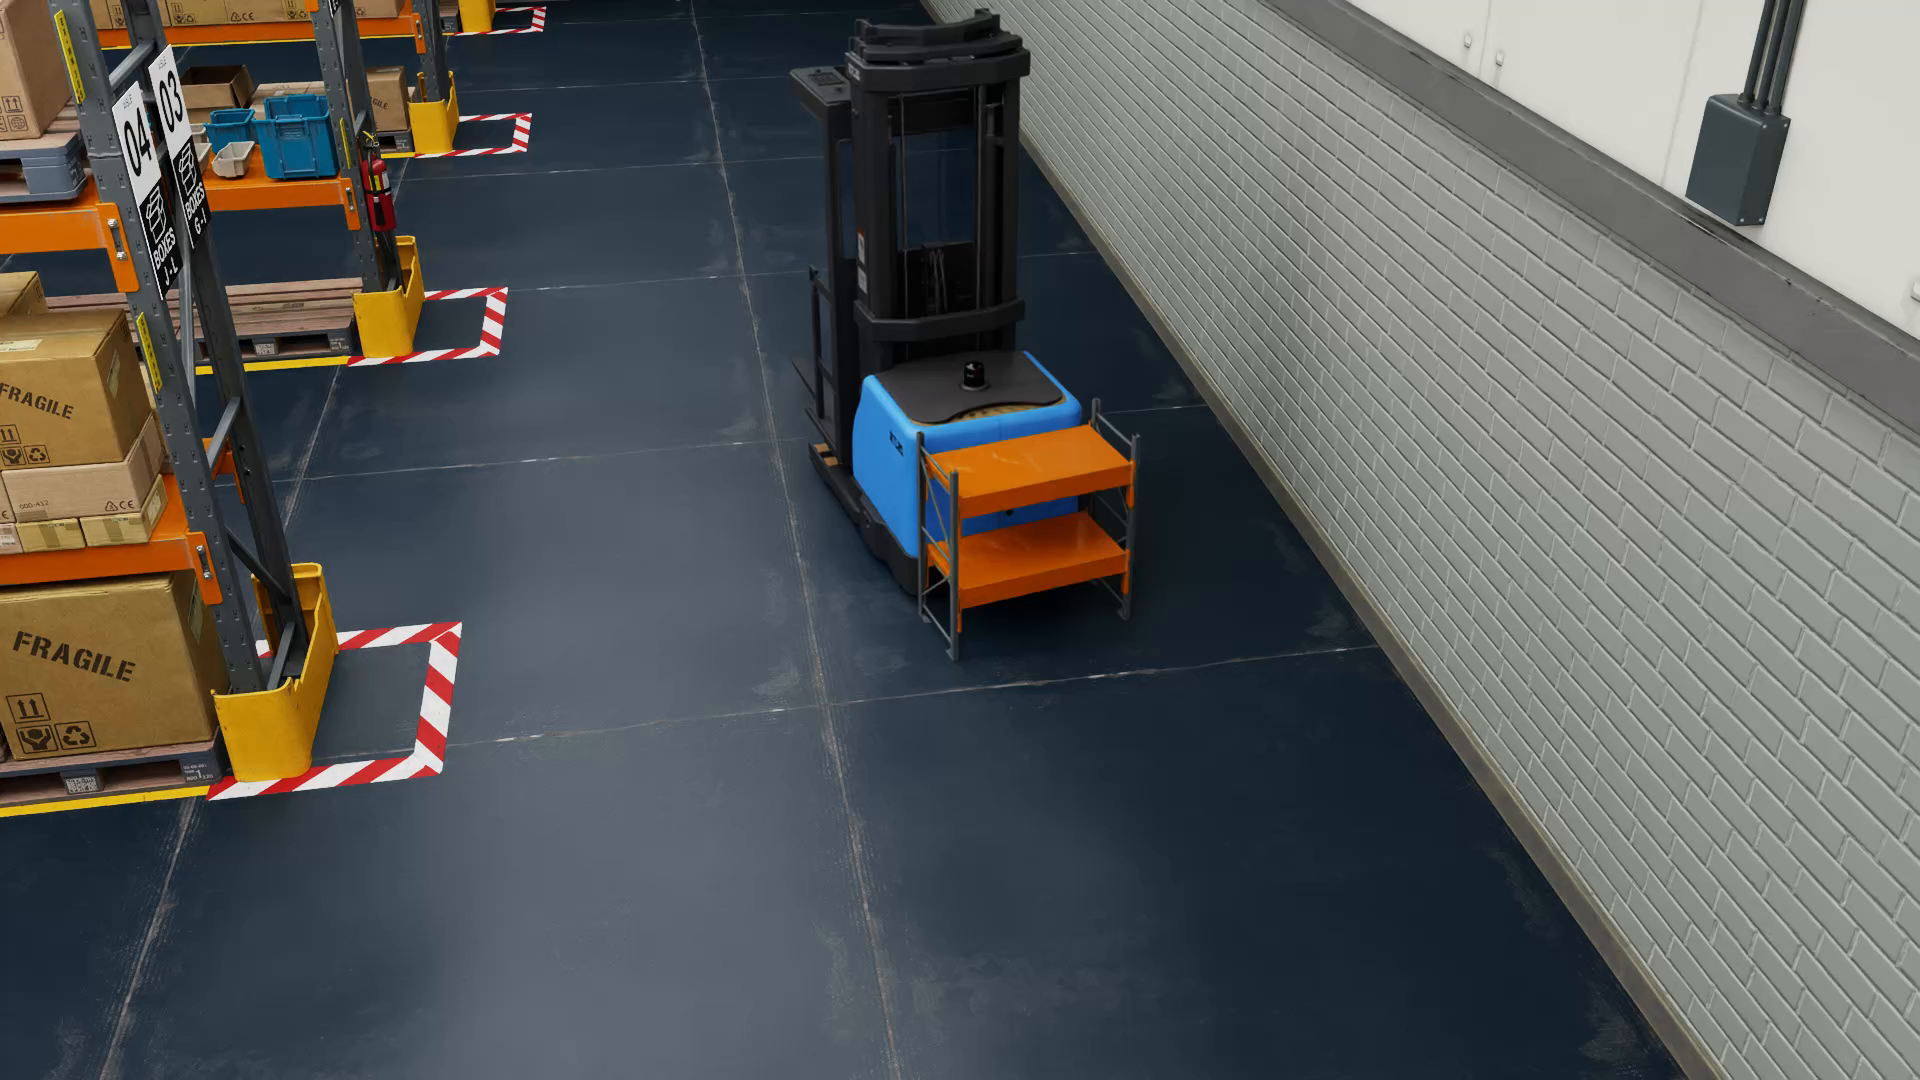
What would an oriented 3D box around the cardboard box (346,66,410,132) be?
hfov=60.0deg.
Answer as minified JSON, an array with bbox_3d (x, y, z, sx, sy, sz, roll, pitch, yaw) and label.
[{"bbox_3d":[-5.685,-4.318,16.281,0.500,0.500,0.500,-5,31,-9],"label":"cardboard box"}]

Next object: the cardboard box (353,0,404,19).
[{"bbox_3d":[-5.586,-5.245,15.726,0.500,0.500,0.500,-4,31,-7],"label":"cardboard box"}]

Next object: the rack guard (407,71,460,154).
[{"bbox_3d":[-5.269,-4.294,16.674,0.348,0.500,1.175,-5,31,-9],"label":"rack guard"}]

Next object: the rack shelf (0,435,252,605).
[{"bbox_3d":[-5.381,0.054,7.523,4.000,0.370,1.077,-5,31,-9],"label":"rack shelf"}]

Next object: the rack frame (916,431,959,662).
[{"bbox_3d":[-0.117,0.038,8.690,0.032,1.125,0.500,-12,33,-19],"label":"rack frame"}]

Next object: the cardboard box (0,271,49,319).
[{"bbox_3d":[-4.426,-0.871,7.501,0.500,0.500,0.500,-6,31,-10],"label":"cardboard box"}]

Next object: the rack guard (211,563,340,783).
[{"bbox_3d":[-3.390,0.637,8.289,0.348,0.500,1.175,-5,31,-9],"label":"rack guard"}]

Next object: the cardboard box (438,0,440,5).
[{"bbox_3d":[-6.761,-6.837,20.585,0.500,0.500,0.700,-5,31,-9],"label":"cardboard box"}]

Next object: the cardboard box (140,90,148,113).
[{"bbox_3d":[-7.882,-4.306,16.446,0.500,0.311,0.500,-5,31,-9],"label":"cardboard box"}]

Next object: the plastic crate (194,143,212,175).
[{"bbox_3d":[-5.363,-2.636,11.590,0.243,0.136,0.396,-5,31,-9],"label":"plastic crate"}]

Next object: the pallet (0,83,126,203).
[{"bbox_3d":[-4.142,-1.621,6.789,1.213,0.211,1.003,-5,31,-9],"label":"pallet"}]

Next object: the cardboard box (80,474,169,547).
[{"bbox_3d":[-3.705,-0.134,7.381,0.250,0.149,0.380,-5,31,-8],"label":"cardboard box"}]

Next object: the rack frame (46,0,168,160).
[{"bbox_3d":[-3.414,-3.025,6.131,0.127,3.000,1.000,-5,31,-9],"label":"rack frame"}]

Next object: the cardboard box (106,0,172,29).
[{"bbox_3d":[-7.583,-5.060,15.411,0.500,0.500,0.500,-5,31,-9],"label":"cardboard box"}]

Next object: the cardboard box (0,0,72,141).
[{"bbox_3d":[-3.916,-1.925,6.608,0.500,0.500,0.700,-7,31,-12],"label":"cardboard box"}]

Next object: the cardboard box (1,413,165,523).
[{"bbox_3d":[-3.843,-0.326,7.314,0.500,0.250,0.500,-6,31,-10],"label":"cardboard box"}]

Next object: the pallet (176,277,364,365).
[{"bbox_3d":[-5.124,-1.650,12.463,1.213,0.211,1.003,-5,31,-9],"label":"pallet"}]

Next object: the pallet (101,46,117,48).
[{"bbox_3d":[-10.770,-6.172,20.154,1.213,0.211,1.003,-5,31,-9],"label":"pallet"}]

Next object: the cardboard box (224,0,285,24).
[{"bbox_3d":[-6.587,-5.153,15.570,0.500,0.500,0.500,-5,31,-9],"label":"cardboard box"}]

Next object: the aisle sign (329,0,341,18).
[{"bbox_3d":[-4.182,-3.889,10.955,0.004,0.787,0.394,-5,31,-9],"label":"aisle sign"}]

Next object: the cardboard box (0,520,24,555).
[{"bbox_3d":[-4.208,-0.087,7.301,0.250,0.149,0.380,-5,31,-9],"label":"cardboard box"}]

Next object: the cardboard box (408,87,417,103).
[{"bbox_3d":[-5.668,-4.472,16.889,0.250,0.149,0.380,-5,31,-9],"label":"cardboard box"}]

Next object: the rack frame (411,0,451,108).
[{"bbox_3d":[-5.194,-5.378,16.052,0.127,3.000,1.000,-5,31,-9],"label":"rack frame"}]

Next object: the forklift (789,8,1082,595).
[{"bbox_3d":[-0.319,-1.688,9.844,1.130,2.935,3.031,-11,32,-18],"label":"forklift"}]

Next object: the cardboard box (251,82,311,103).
[{"bbox_3d":[-6.764,-4.383,16.638,0.500,0.250,0.500,-5,31,-9],"label":"cardboard box"}]

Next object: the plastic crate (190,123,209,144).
[{"bbox_3d":[-5.606,-2.912,12.059,0.298,0.136,0.250,-5,31,-9],"label":"plastic crate"}]

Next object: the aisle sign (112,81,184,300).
[{"bbox_3d":[-3.289,-1.416,6.749,0.004,0.787,0.394,-5,31,-9],"label":"aisle sign"}]

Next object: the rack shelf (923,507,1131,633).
[{"bbox_3d":[0.352,0.149,8.983,1.000,0.278,0.538,-12,33,-19],"label":"rack shelf"}]

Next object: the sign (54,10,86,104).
[{"bbox_3d":[-3.330,-1.808,6.224,0.005,0.325,0.100,-5,31,-9],"label":"sign"}]

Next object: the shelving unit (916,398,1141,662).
[{"bbox_3d":[0.352,-0.061,8.859,1.048,1.125,0.538,-12,33,-19],"label":"shelving unit"}]

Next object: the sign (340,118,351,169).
[{"bbox_3d":[-4.191,-2.706,11.346,0.005,0.325,0.100,-5,31,-9],"label":"sign"}]

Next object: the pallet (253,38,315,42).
[{"bbox_3d":[-8.060,-6.424,20.581,1.213,0.211,1.003,-5,31,-9],"label":"pallet"}]

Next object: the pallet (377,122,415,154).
[{"bbox_3d":[-6.053,-4.096,16.622,1.213,0.211,1.003,-5,31,-9],"label":"pallet"}]

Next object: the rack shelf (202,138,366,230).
[{"bbox_3d":[-6.273,-2.416,11.723,4.000,0.370,1.077,-5,31,-9],"label":"rack shelf"}]

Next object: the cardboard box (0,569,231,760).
[{"bbox_3d":[-4.029,0.394,7.916,0.875,0.875,0.875,-5,31,-9],"label":"cardboard box"}]

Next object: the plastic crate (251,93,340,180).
[{"bbox_3d":[-4.602,-2.826,11.617,0.499,0.435,0.616,-5,31,-9],"label":"plastic crate"}]
